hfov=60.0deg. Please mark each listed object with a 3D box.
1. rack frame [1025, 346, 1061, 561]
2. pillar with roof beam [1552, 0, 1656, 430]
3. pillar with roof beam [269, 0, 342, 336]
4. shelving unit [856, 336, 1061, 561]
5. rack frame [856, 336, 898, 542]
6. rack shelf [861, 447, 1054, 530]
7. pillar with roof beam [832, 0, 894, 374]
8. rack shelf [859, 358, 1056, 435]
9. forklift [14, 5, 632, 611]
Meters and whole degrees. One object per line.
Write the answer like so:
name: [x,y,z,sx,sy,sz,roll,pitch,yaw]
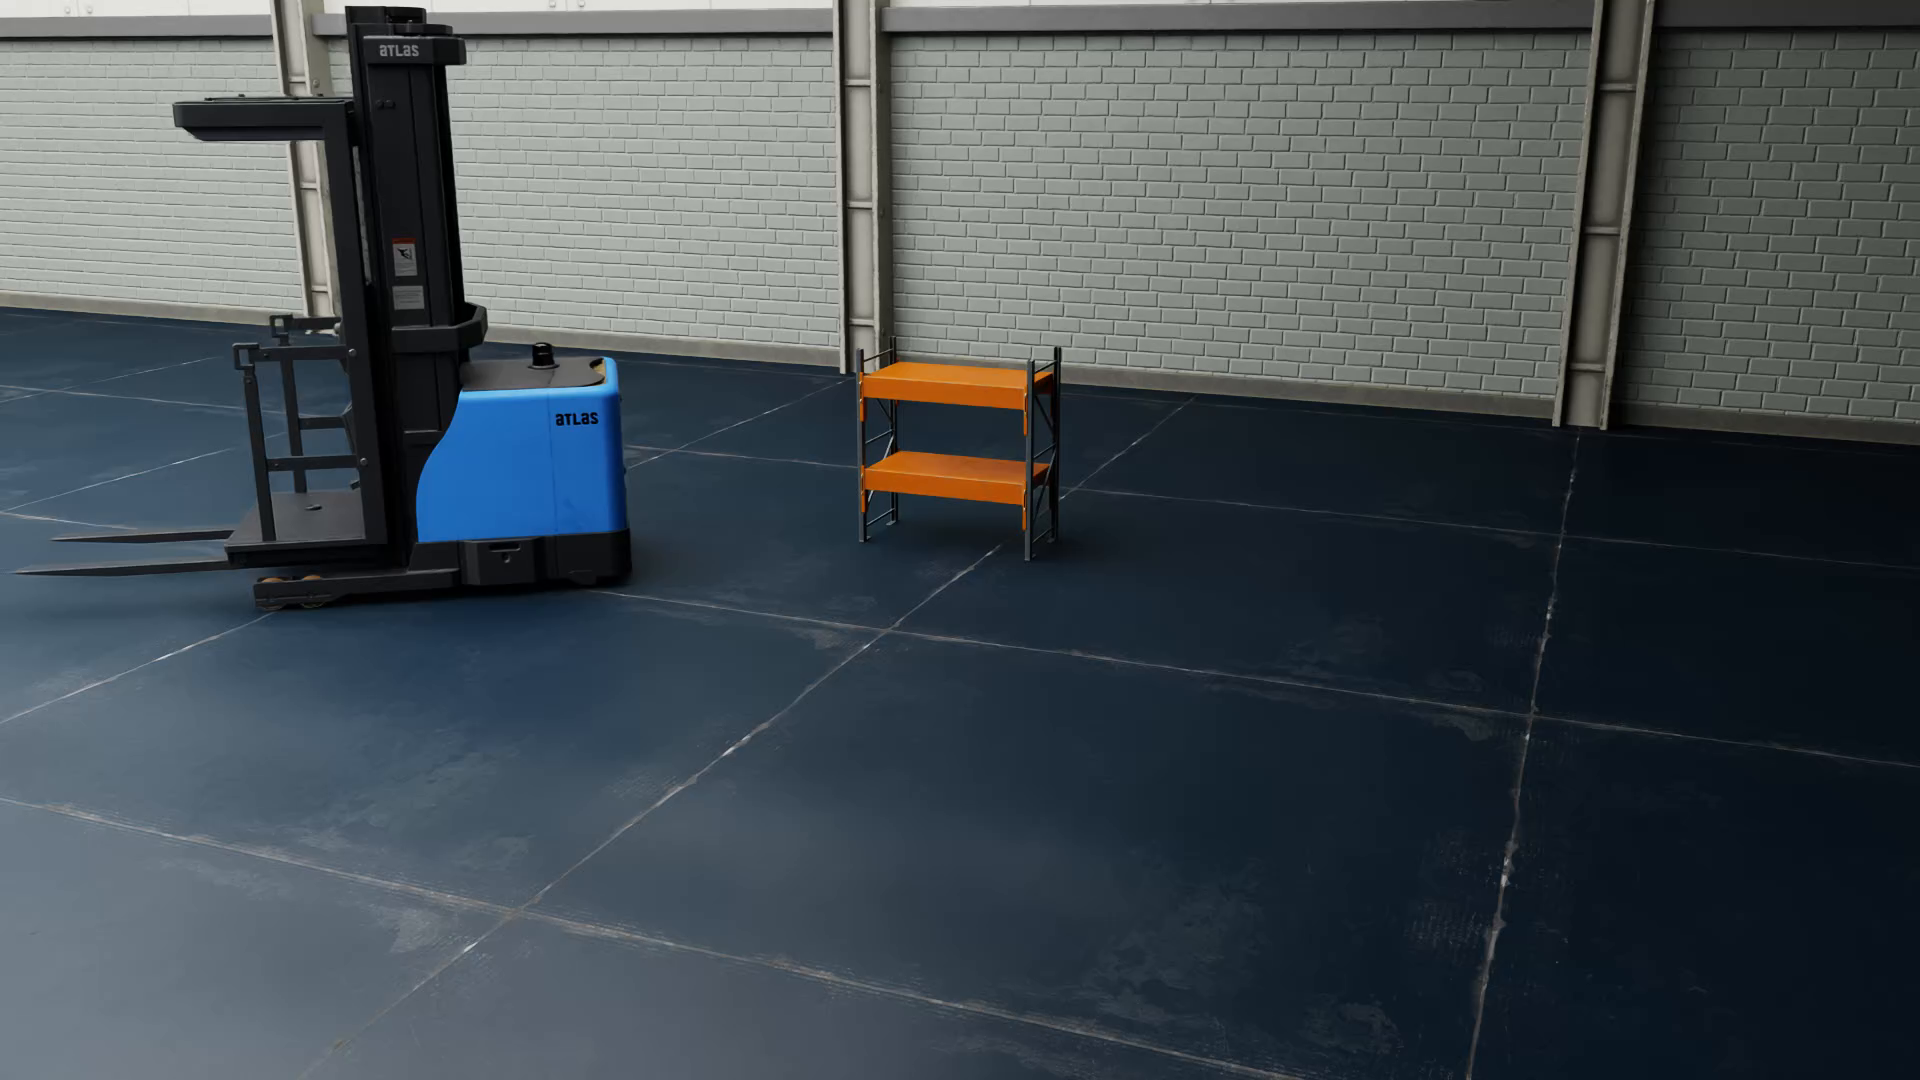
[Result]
rack frame: [0.467,-0.489,9.340,0.032,1.125,0.500,6,17,21]
pillar with roof beam: [3.173,-4.094,7.635,0.400,9.000,9.100,6,17,21]
pillar with roof beam: [-7.990,-5.322,11.864,0.400,9.000,9.100,6,17,21]
shelving unit: [-0.006,-0.541,9.519,1.048,1.125,0.538,6,17,21]
rack frame: [-0.479,-0.593,9.698,0.032,1.125,0.500,6,17,21]
rack shelf: [-0.006,-0.306,9.587,1.000,0.278,0.538,6,17,21]
pillar with roof beam: [-2.408,-4.708,9.749,0.400,9.000,9.100,6,17,21]
rack shelf: [-0.006,-0.822,9.438,1.000,0.278,0.538,6,17,21]
forklift: [-3.322,-1.209,8.582,3.031,2.935,1.130,-3,17,-12]
